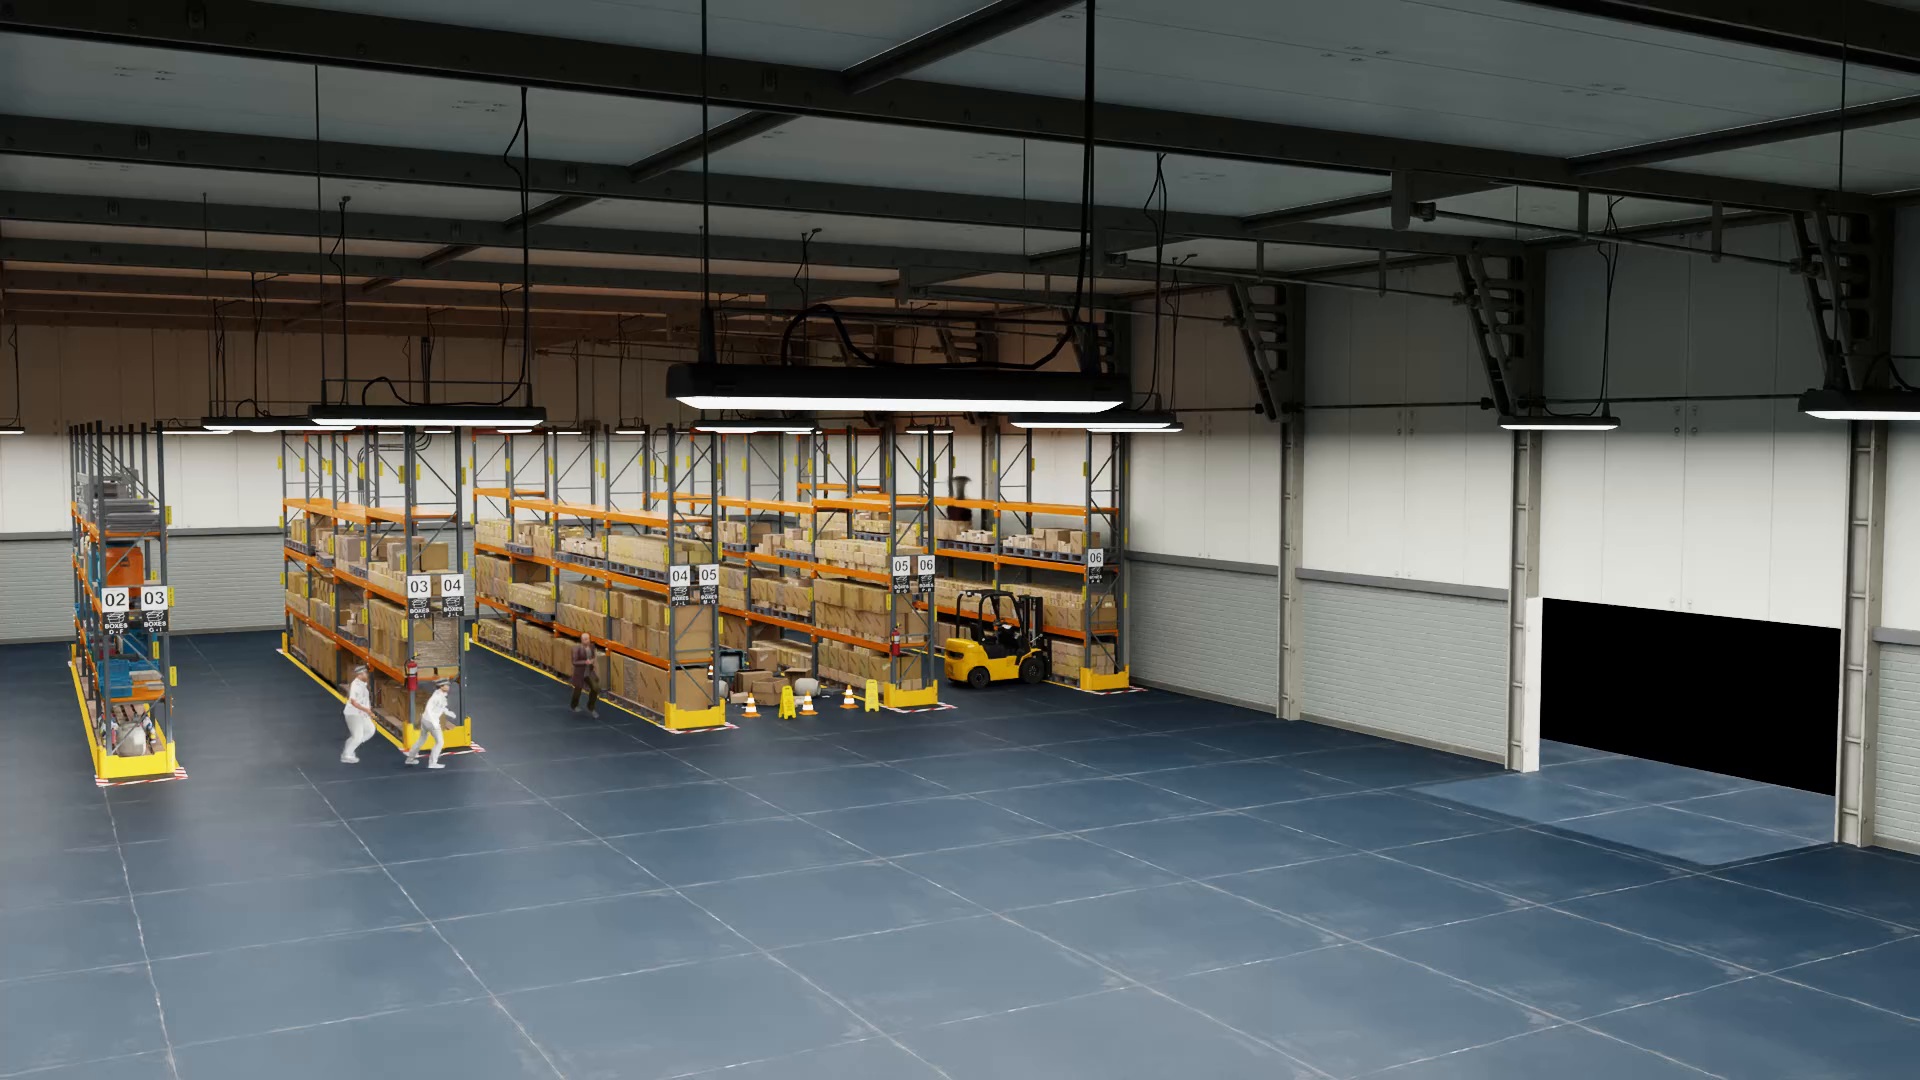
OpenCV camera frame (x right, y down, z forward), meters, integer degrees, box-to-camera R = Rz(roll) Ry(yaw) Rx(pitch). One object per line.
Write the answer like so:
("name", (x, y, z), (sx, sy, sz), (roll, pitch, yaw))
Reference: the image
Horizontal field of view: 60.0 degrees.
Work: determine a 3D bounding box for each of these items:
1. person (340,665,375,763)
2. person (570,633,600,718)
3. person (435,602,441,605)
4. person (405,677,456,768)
("person", (-10.600, 3.056, 29.301), (0.629, 1.718, 0.627), (0, 4, -8))
("person", (-7.686, 2.745, 33.912), (0.626, 1.734, 1.055), (-3, 4, -36))
("person", (-15.620, 1.821, 49.194), (0.646, 1.725, 0.850), (-2, 4, -29))
("person", (-9.164, 3.157, 28.767), (0.852, 1.594, 0.641), (-1, 4, -18))
